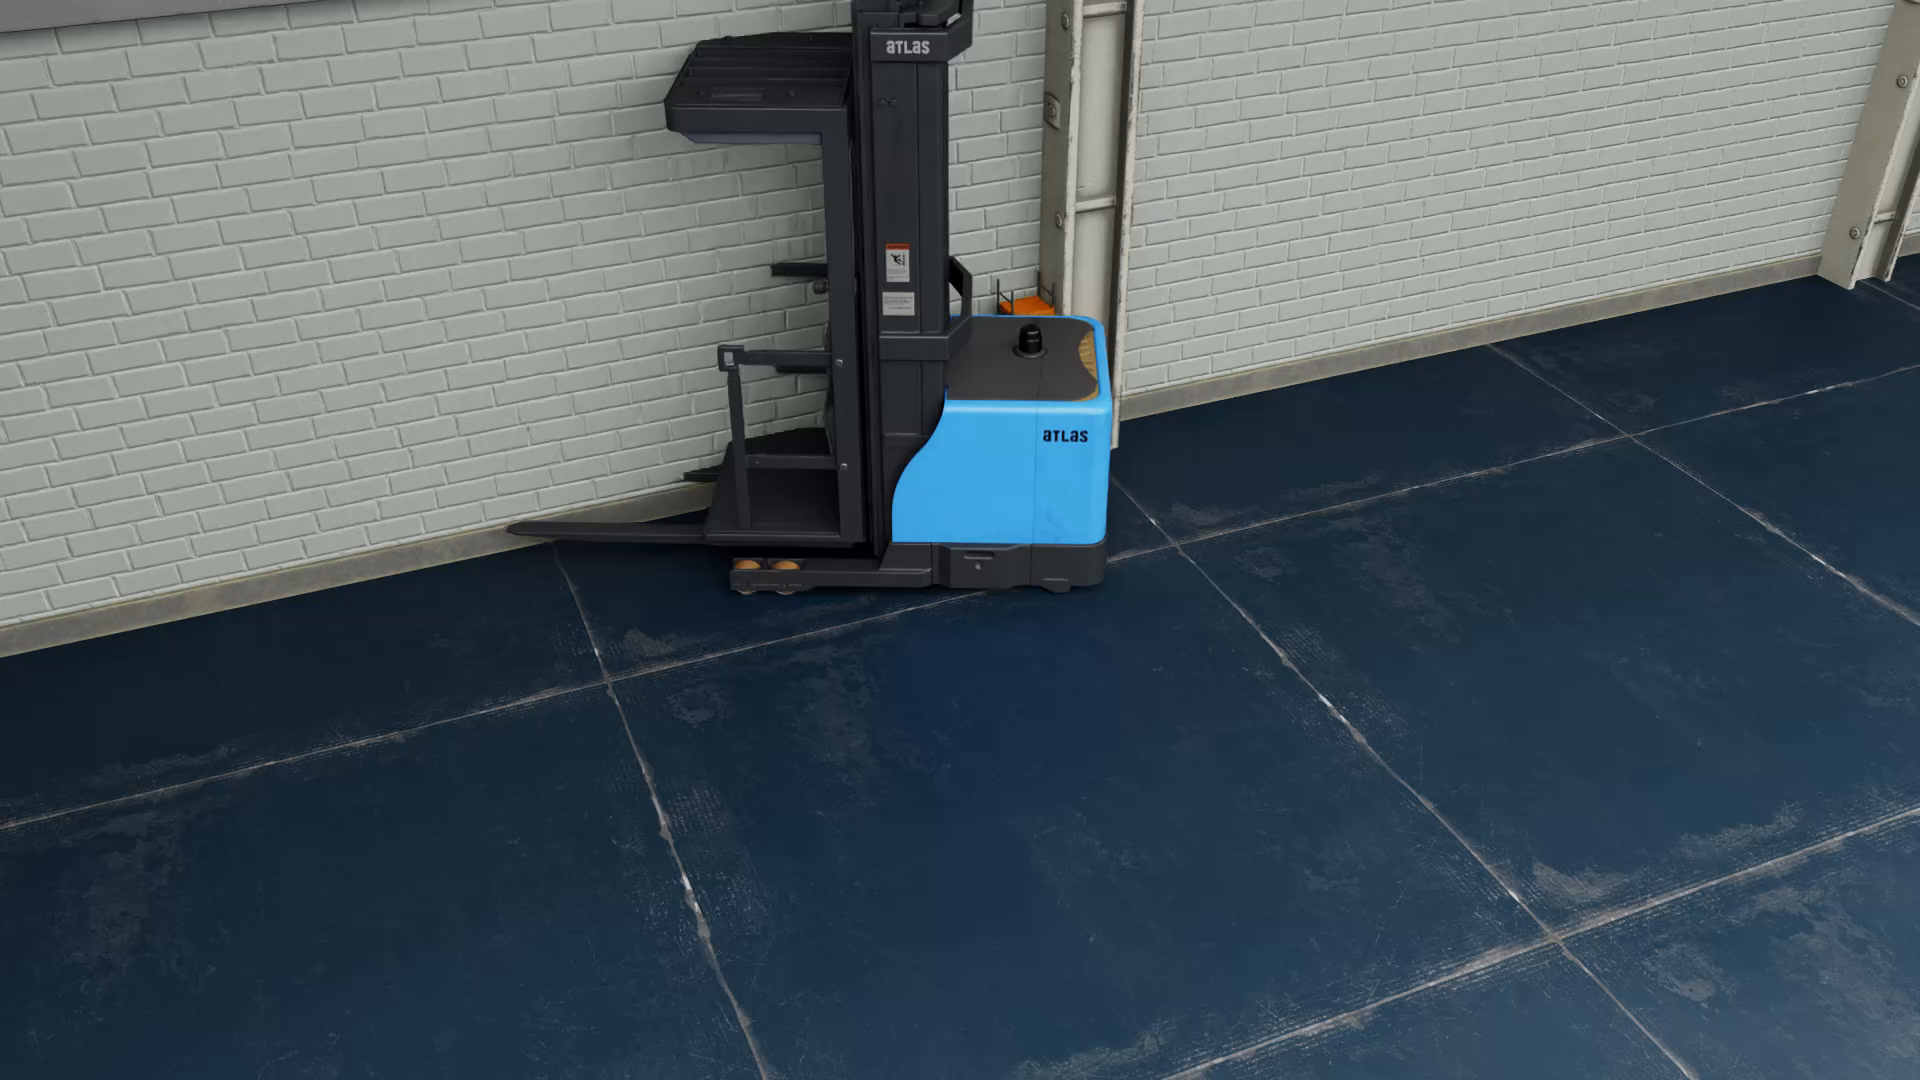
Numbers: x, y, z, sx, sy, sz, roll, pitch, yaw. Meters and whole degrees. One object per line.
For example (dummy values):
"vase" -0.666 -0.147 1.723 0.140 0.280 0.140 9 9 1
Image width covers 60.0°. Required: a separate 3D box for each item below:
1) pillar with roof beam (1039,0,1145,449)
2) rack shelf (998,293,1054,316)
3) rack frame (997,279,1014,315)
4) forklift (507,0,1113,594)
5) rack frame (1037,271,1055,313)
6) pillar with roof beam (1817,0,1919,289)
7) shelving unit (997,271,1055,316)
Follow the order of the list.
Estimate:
"pillar with roof beam" 2.338 -2.176 3.843 0.400 9.000 9.100 -13 35 -19
"rack shelf" 0.358 -1.178 9.090 0.240 0.259 0.215 -13 34 -20
"rack frame" 0.250 -0.918 9.192 0.008 1.050 0.200 -13 34 -20
"forklift" -0.772 -1.244 7.975 3.031 2.935 1.130 1 33 1
"rack frame" 0.473 -0.971 9.273 0.008 1.050 0.200 -13 34 -20
"pillar with roof beam" 7.870 -3.443 5.790 0.400 9.000 9.100 -13 35 -19
"shelving unit" 0.362 -0.945 9.233 0.252 1.050 0.215 -13 34 -20
